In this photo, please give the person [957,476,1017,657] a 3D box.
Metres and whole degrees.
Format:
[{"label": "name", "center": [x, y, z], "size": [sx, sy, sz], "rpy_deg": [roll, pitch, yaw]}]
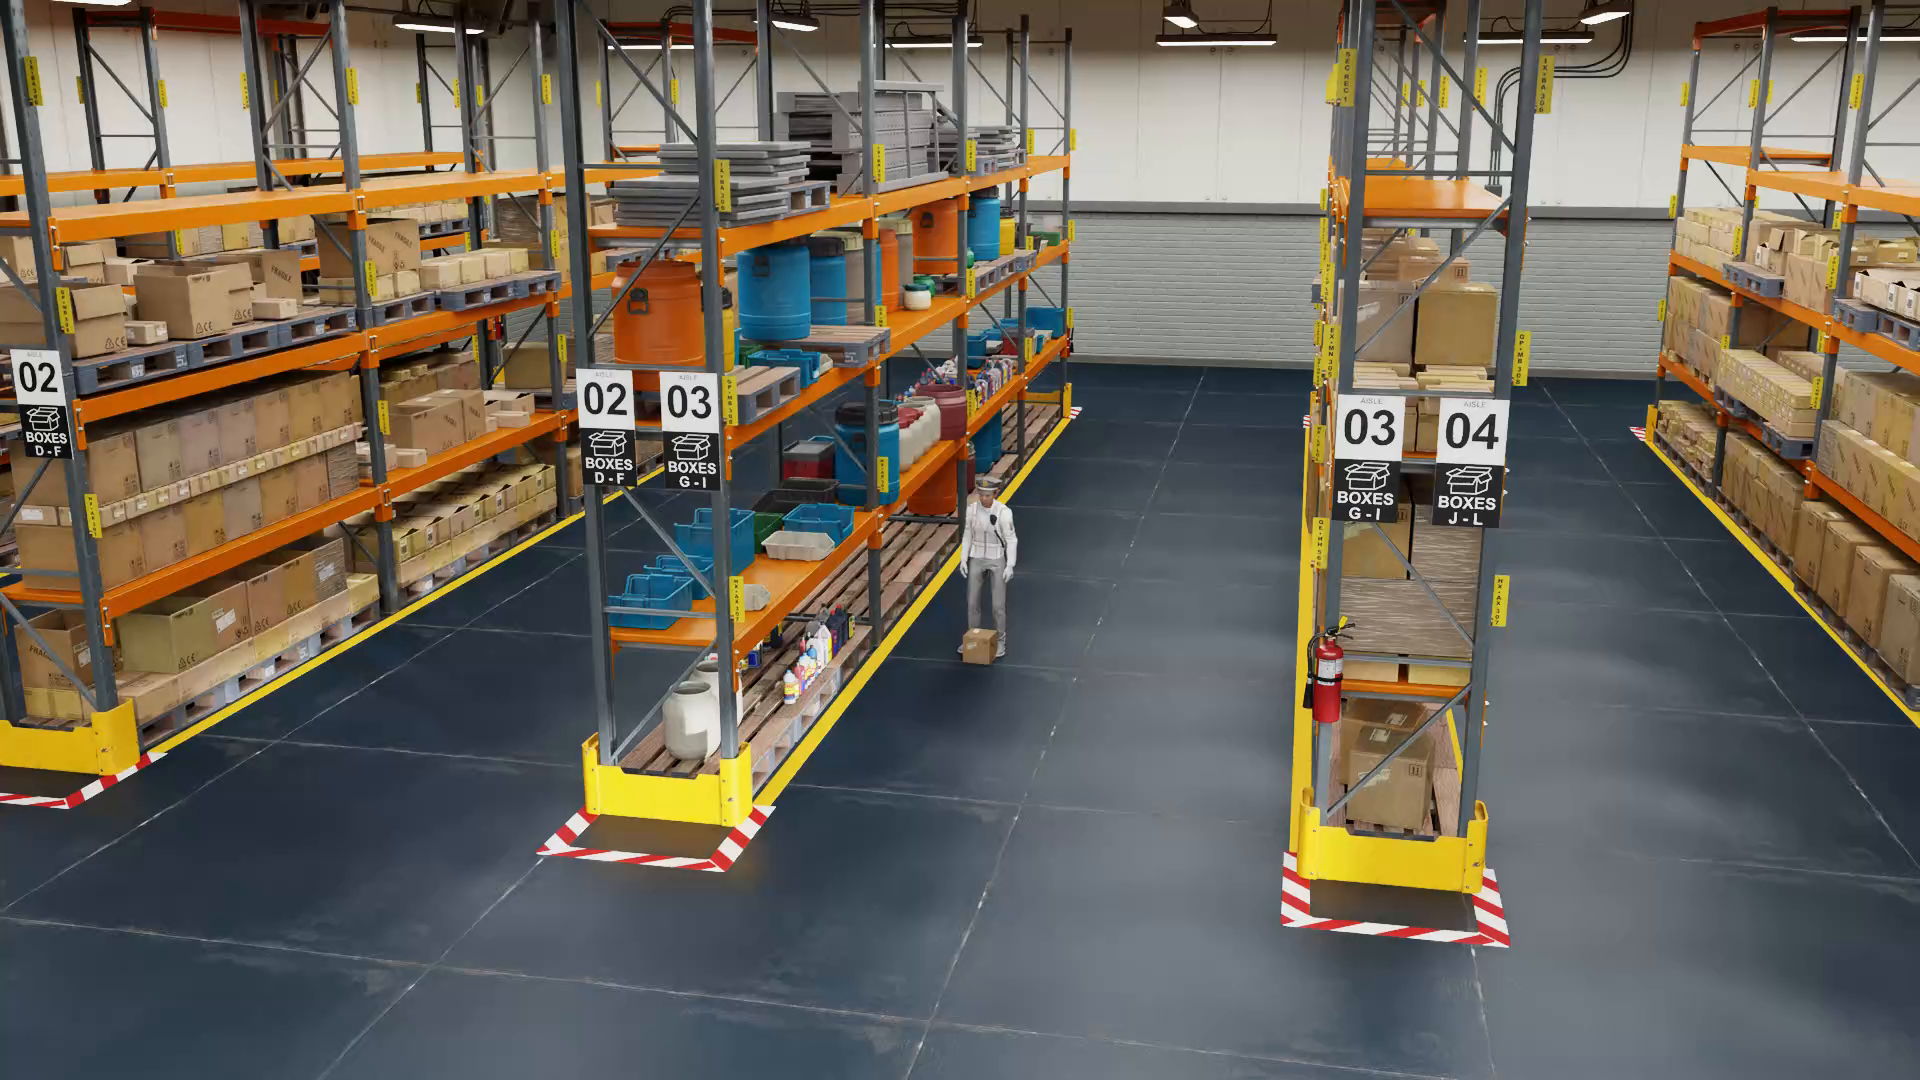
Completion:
[{"label": "person", "center": [0.254, 0.224, 15.156], "size": [0.529, 1.663, 0.373], "rpy_deg": [5, 16, 20]}]
